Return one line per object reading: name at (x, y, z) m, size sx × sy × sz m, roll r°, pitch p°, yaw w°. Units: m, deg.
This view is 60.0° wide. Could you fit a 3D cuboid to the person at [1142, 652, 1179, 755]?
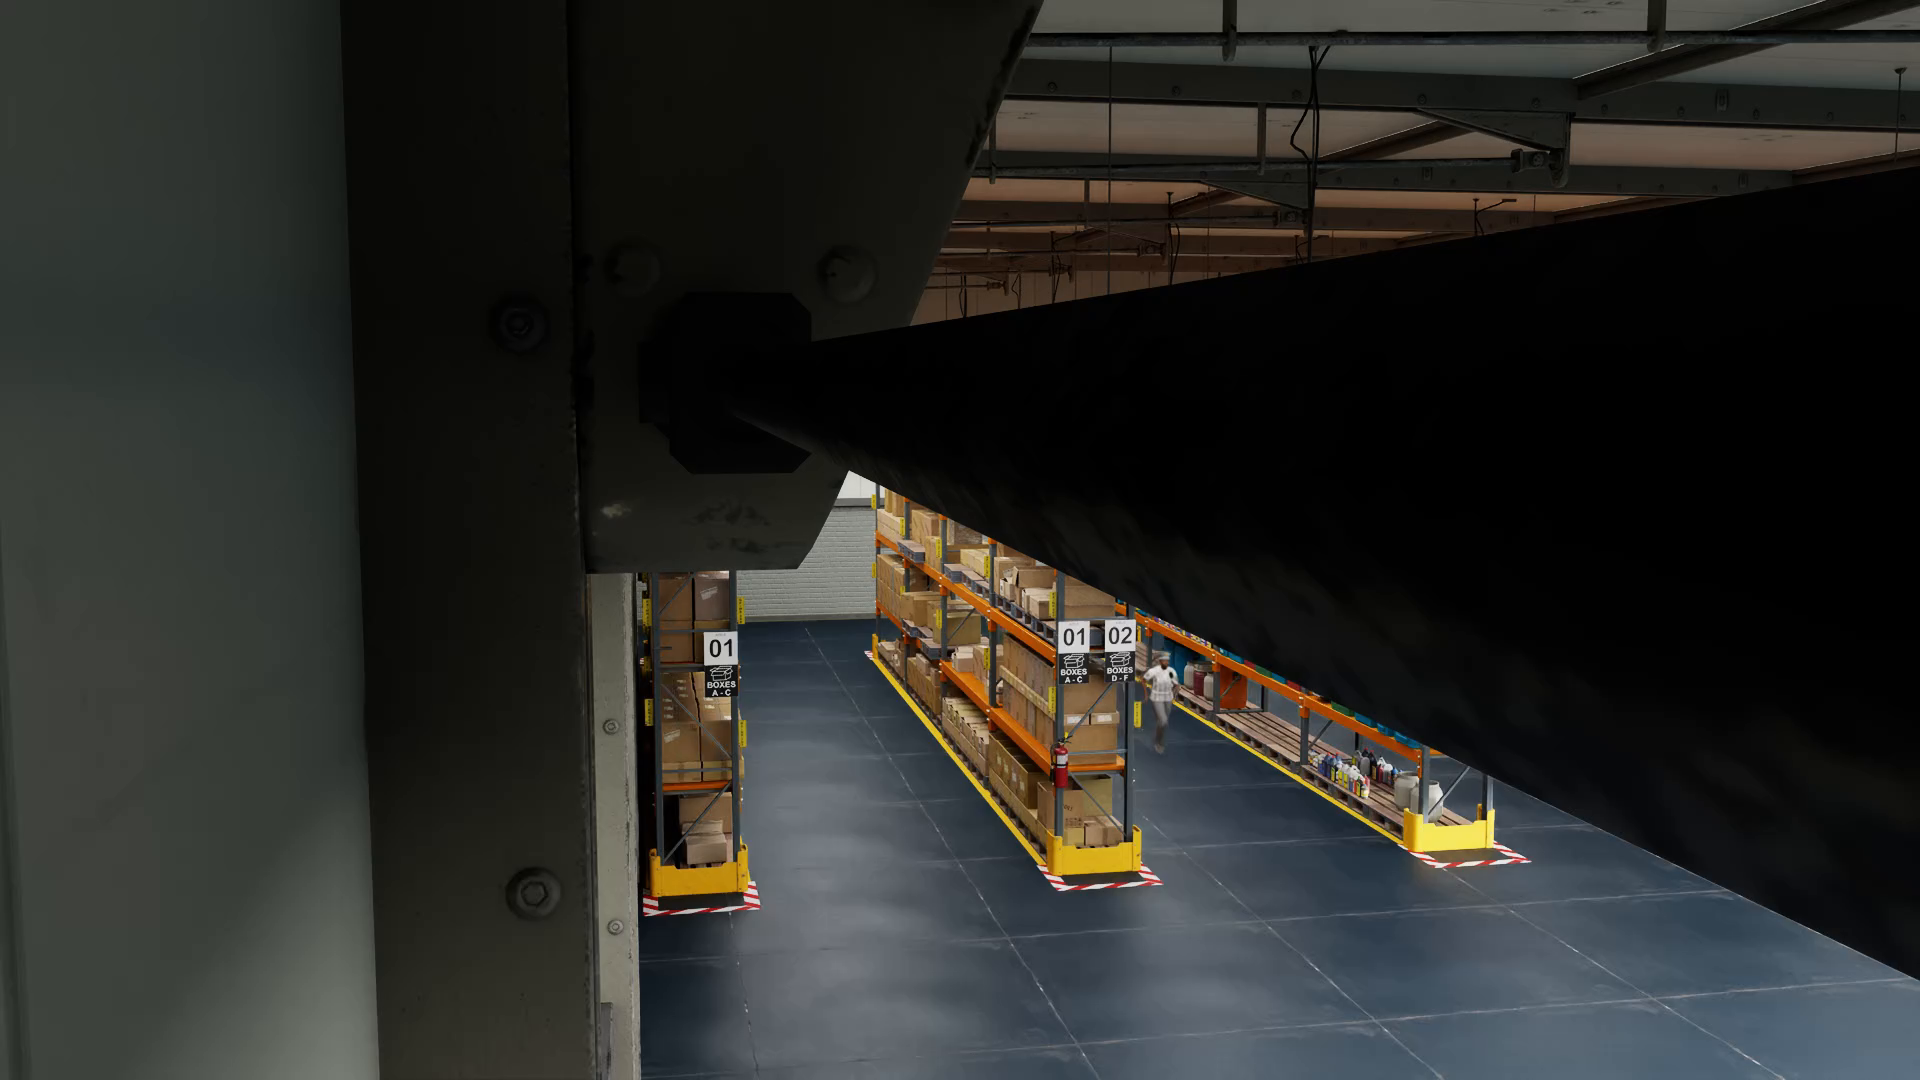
person at (3.339, 2.685, 27.440) m, size 0.536 × 1.726 × 0.788 m, roll -2°, pitch 6°, yaw -21°
